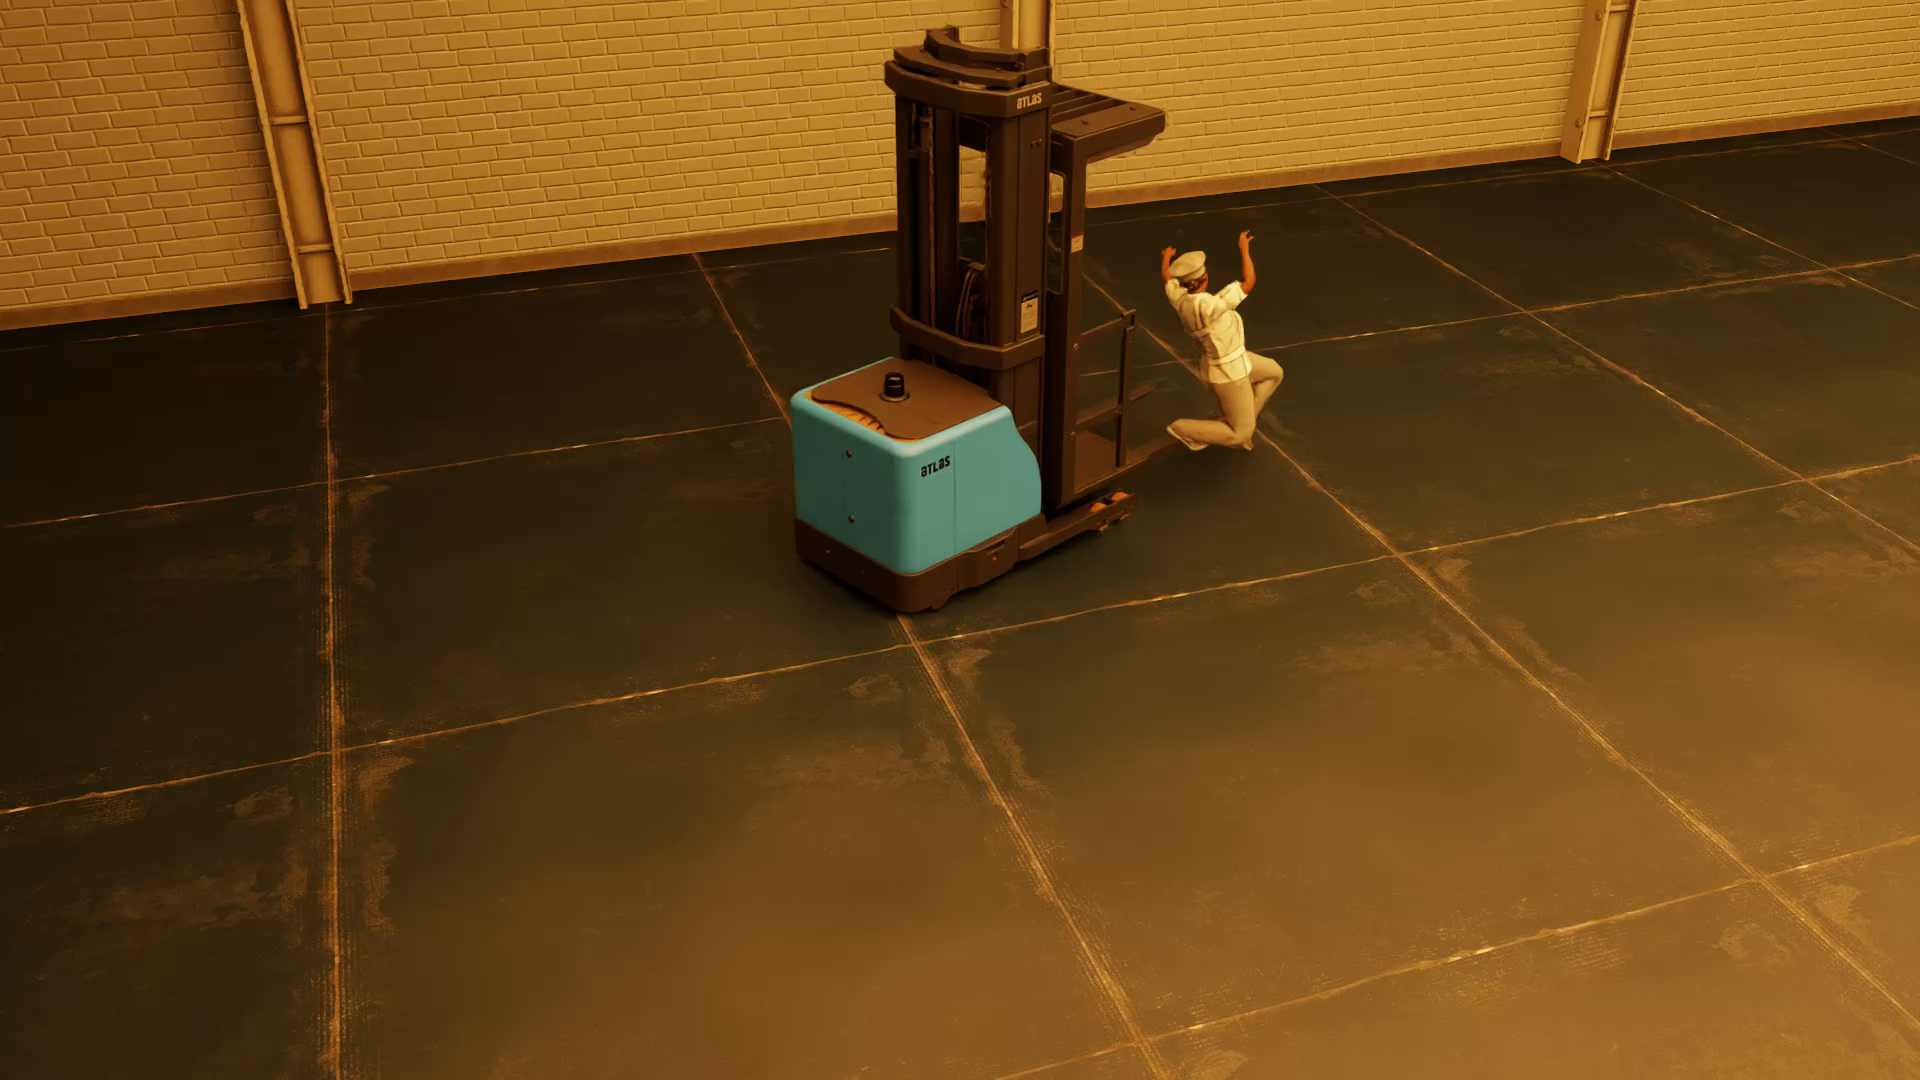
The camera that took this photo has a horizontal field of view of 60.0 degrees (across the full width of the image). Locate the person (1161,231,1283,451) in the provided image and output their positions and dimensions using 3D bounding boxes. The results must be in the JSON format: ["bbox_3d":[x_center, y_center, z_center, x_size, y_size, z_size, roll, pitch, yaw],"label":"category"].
[{"bbox_3d":[1.670,-1.295,10.707,0.815,1.544,1.031,-3,30,-5],"label":"person"}]

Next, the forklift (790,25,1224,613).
[{"bbox_3d":[0.439,-1.496,9.687,3.031,2.935,1.130,-26,39,-37],"label":"forklift"}]
